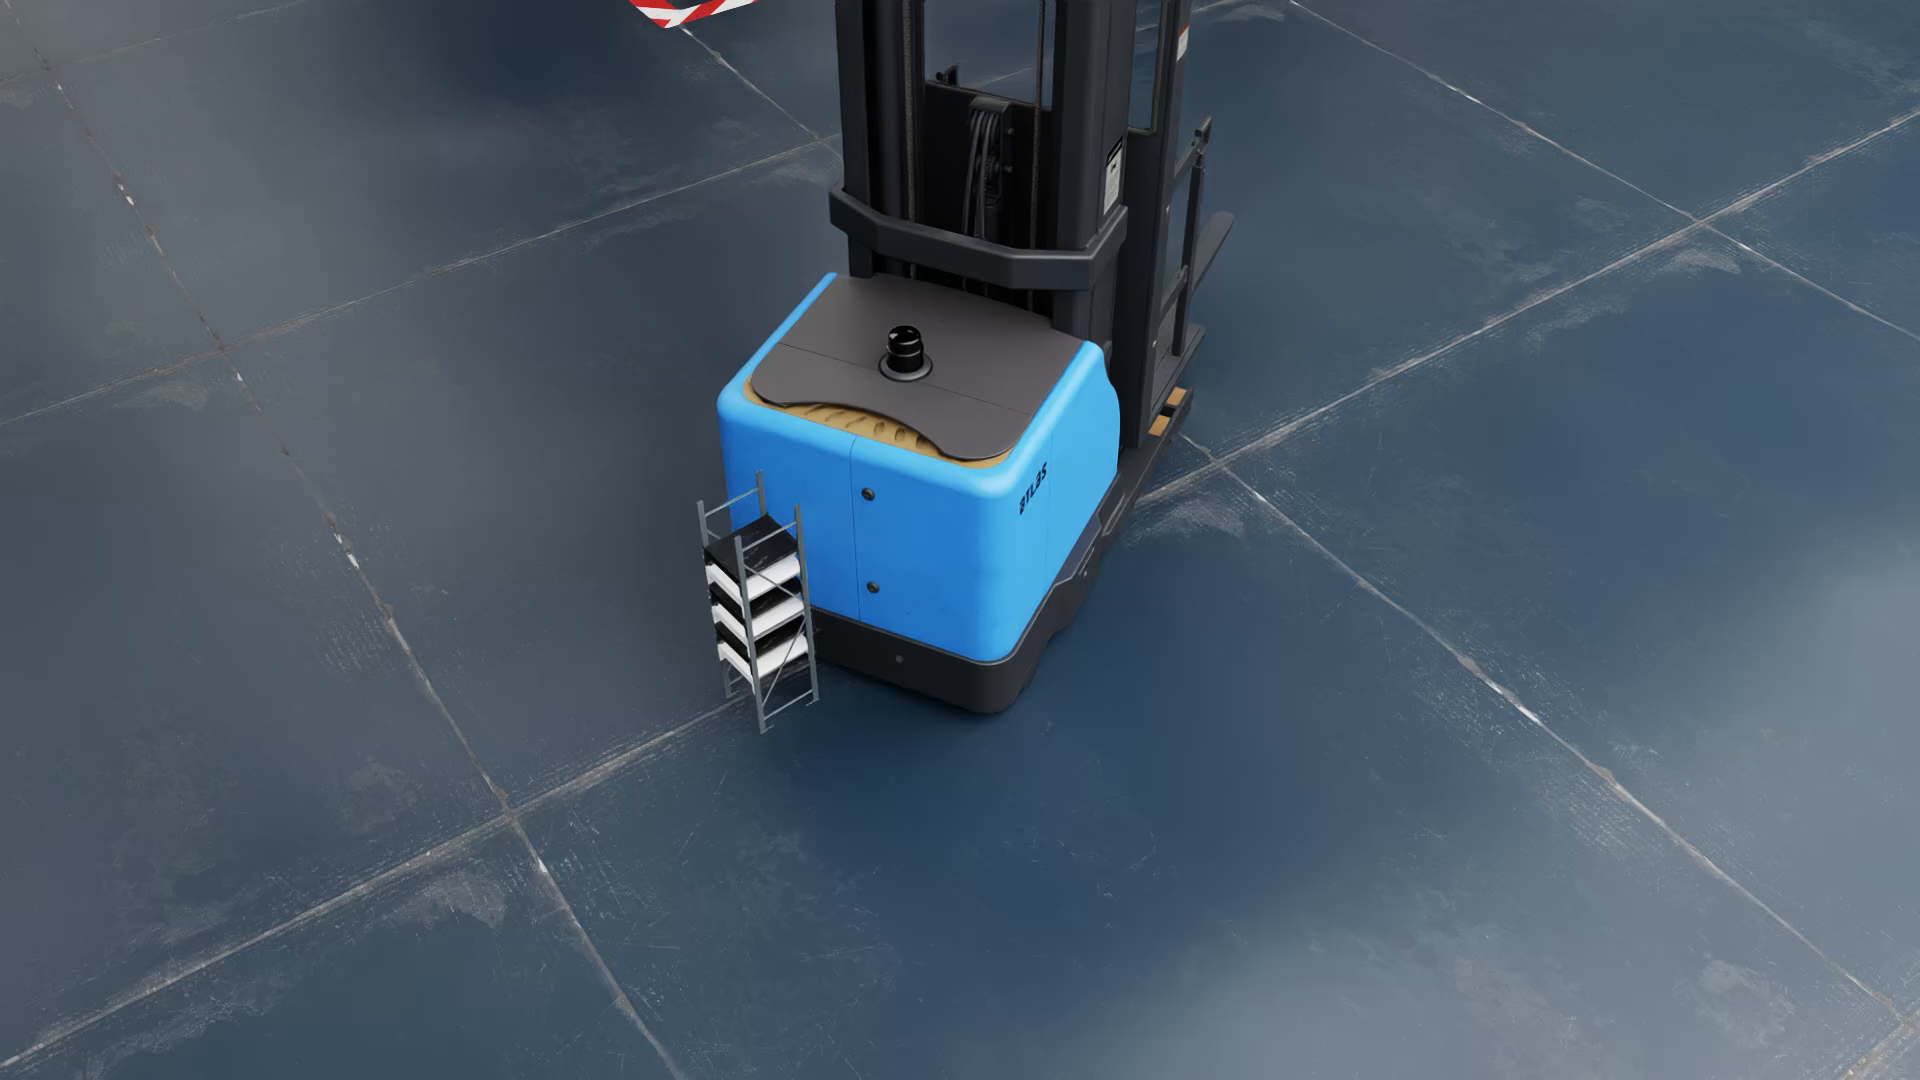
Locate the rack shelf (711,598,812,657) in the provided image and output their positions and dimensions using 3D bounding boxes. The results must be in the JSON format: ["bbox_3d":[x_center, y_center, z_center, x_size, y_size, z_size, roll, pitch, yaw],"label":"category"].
[{"bbox_3d":[-0.643,0.240,5.394,0.258,0.077,0.200,-30,51,-28],"label":"rack shelf"}]

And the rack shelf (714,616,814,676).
[{"bbox_3d":[-0.642,0.306,5.456,0.258,0.077,0.200,-30,51,-28],"label":"rack shelf"}]

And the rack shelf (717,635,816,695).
[{"bbox_3d":[-0.642,0.371,5.517,0.258,0.077,0.200,-30,51,-28],"label":"rack shelf"}]

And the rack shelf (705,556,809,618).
[{"bbox_3d":[-0.643,0.109,5.270,0.258,0.077,0.200,-30,51,-28],"label":"rack shelf"}]

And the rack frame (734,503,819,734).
[{"bbox_3d":[-0.578,0.270,5.314,0.240,0.900,0.006,-30,51,-28],"label":"rack frame"}]

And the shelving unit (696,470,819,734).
[{"bbox_3d":[-0.643,0.216,5.371,0.258,0.900,0.210,-30,51,-28],"label":"shelving unit"}]

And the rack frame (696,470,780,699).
[{"bbox_3d":[-0.708,0.163,5.428,0.240,0.900,0.006,-30,51,-28],"label":"rack frame"}]

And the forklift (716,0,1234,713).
[{"bbox_3d":[0.293,-1.508,5.707,1.130,2.935,3.031,18,46,17],"label":"forklift"}]

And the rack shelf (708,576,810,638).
[{"bbox_3d":[-0.643,0.175,5.332,0.258,0.077,0.200,-30,51,-28],"label":"rack shelf"}]

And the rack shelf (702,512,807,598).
[{"bbox_3d":[-0.644,0.044,5.208,0.258,0.077,0.200,-30,51,-28],"label":"rack shelf"}]
